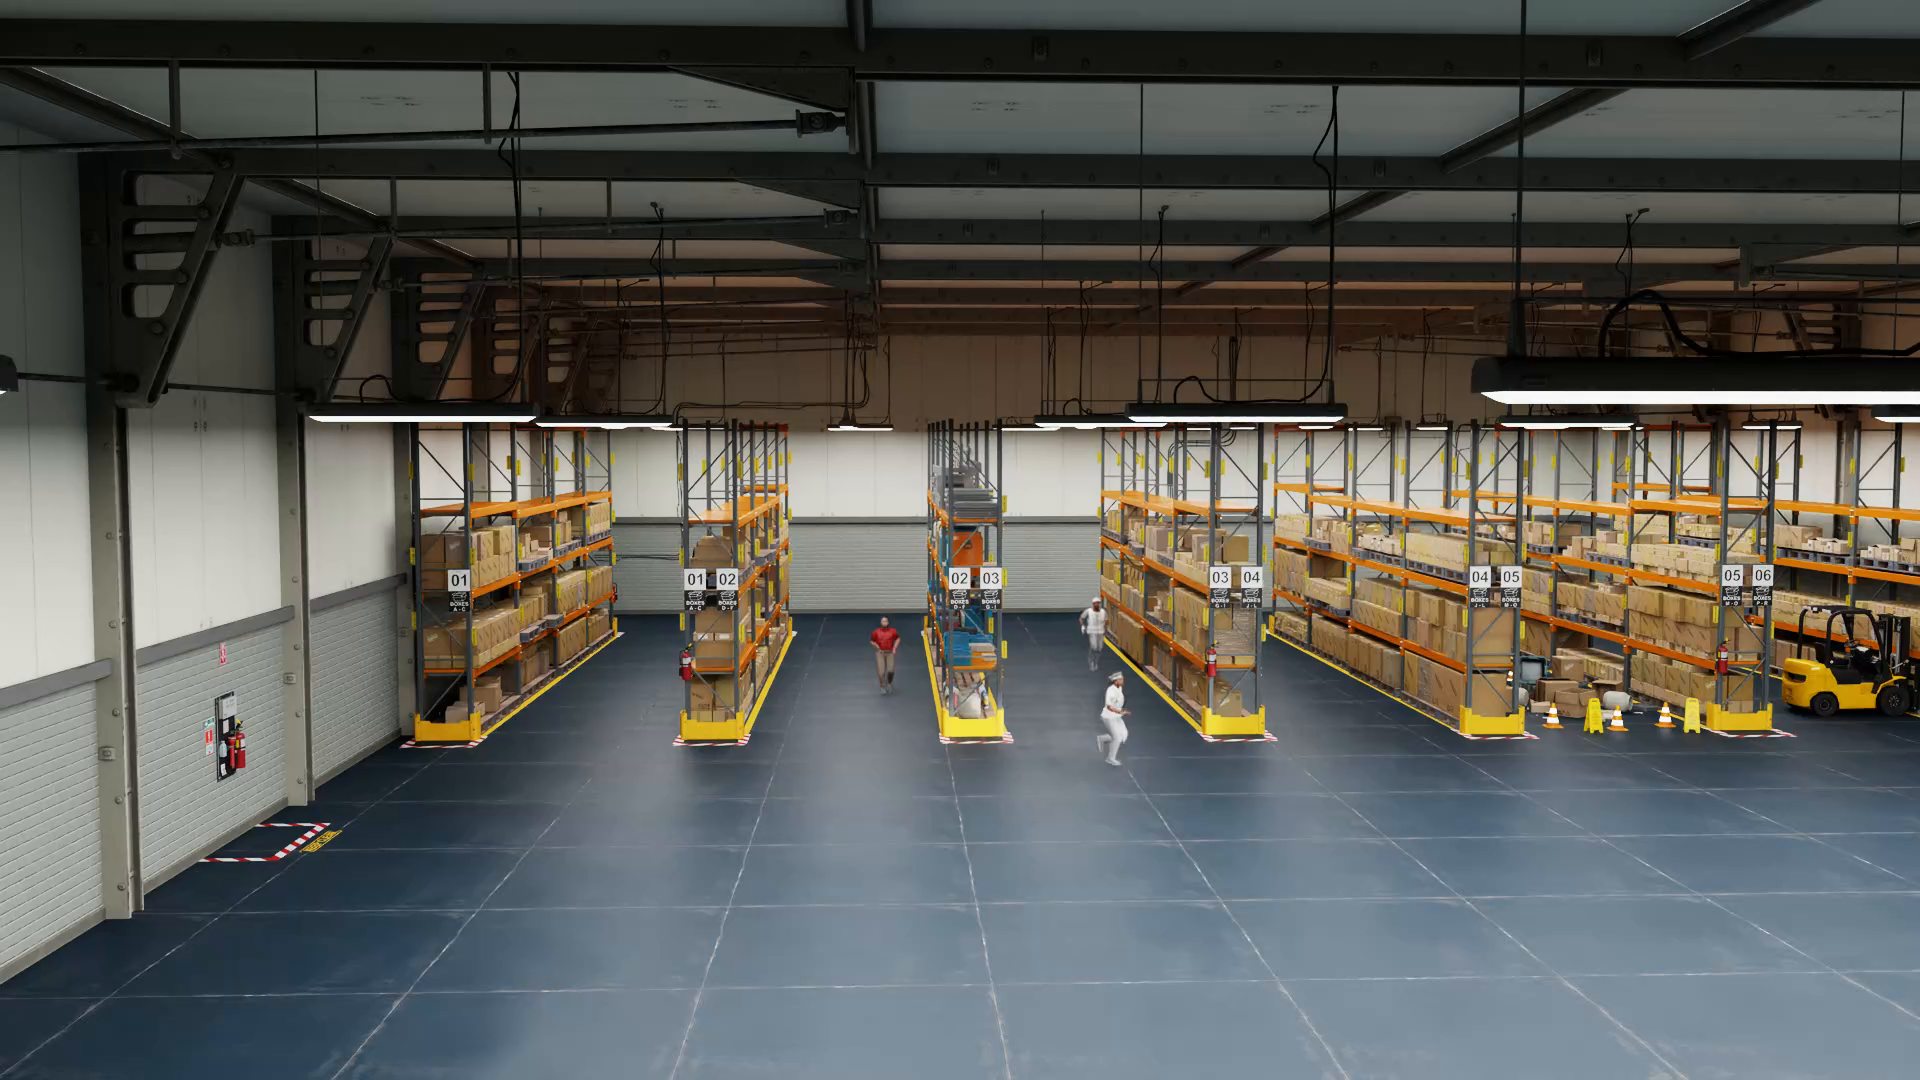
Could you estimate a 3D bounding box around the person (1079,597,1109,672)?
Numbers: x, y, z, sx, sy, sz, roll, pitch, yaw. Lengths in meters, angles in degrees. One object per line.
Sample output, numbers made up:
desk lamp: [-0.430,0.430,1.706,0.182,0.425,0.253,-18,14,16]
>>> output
person: [3.267,2.276,39.953,0.654,1.795,0.712,-1,4,-15]

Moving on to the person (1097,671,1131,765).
person: [2.681,3.076,28.774,0.639,1.650,0.614,2,4,26]

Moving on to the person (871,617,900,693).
person: [-1.636,2.538,36.460,0.650,1.688,0.602,0,4,-3]

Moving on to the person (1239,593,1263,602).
person: [7.848,1.974,44.902,0.635,1.824,0.853,0,4,5]
